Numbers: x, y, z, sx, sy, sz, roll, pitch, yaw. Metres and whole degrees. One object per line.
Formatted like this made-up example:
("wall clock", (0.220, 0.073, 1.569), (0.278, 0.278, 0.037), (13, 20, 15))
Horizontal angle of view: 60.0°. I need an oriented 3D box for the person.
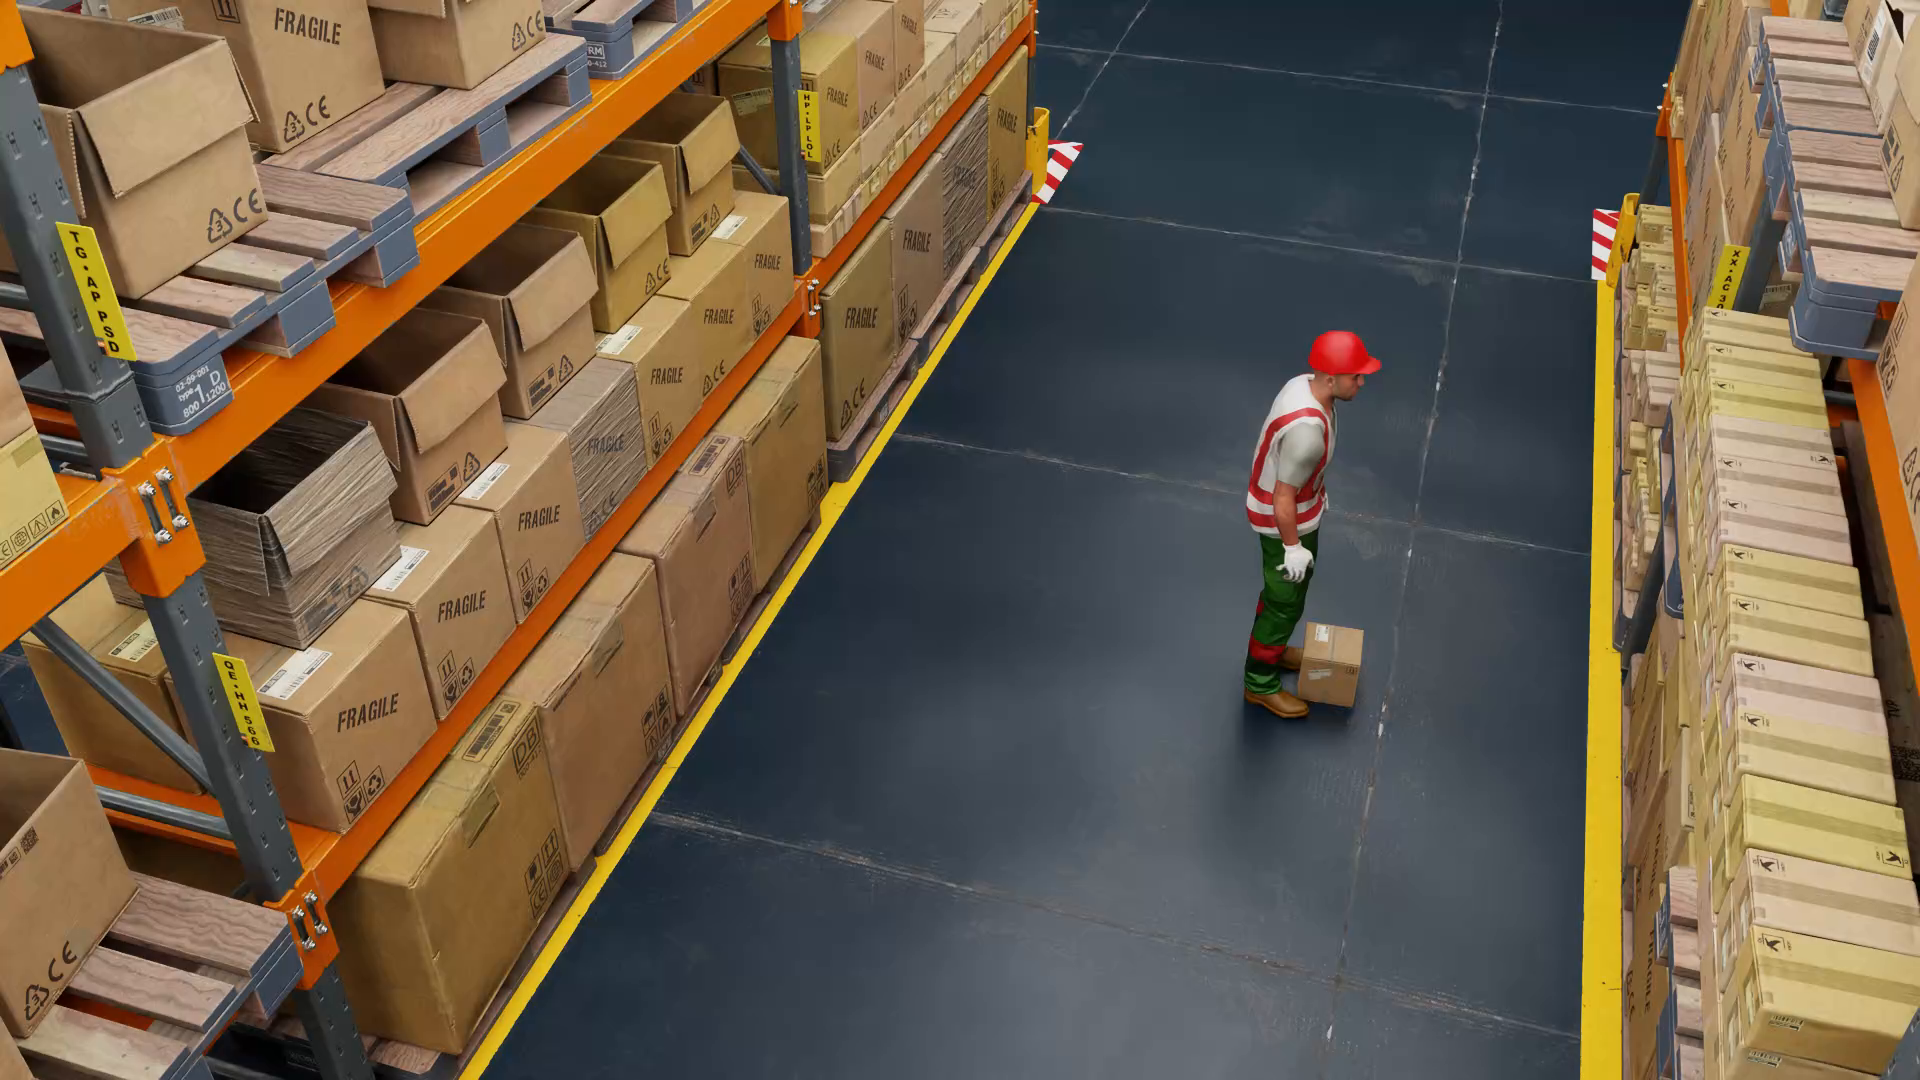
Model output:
("person", (1.427, -0.089, 6.999), (0.448, 1.780, 0.609), (11, 38, 14))
